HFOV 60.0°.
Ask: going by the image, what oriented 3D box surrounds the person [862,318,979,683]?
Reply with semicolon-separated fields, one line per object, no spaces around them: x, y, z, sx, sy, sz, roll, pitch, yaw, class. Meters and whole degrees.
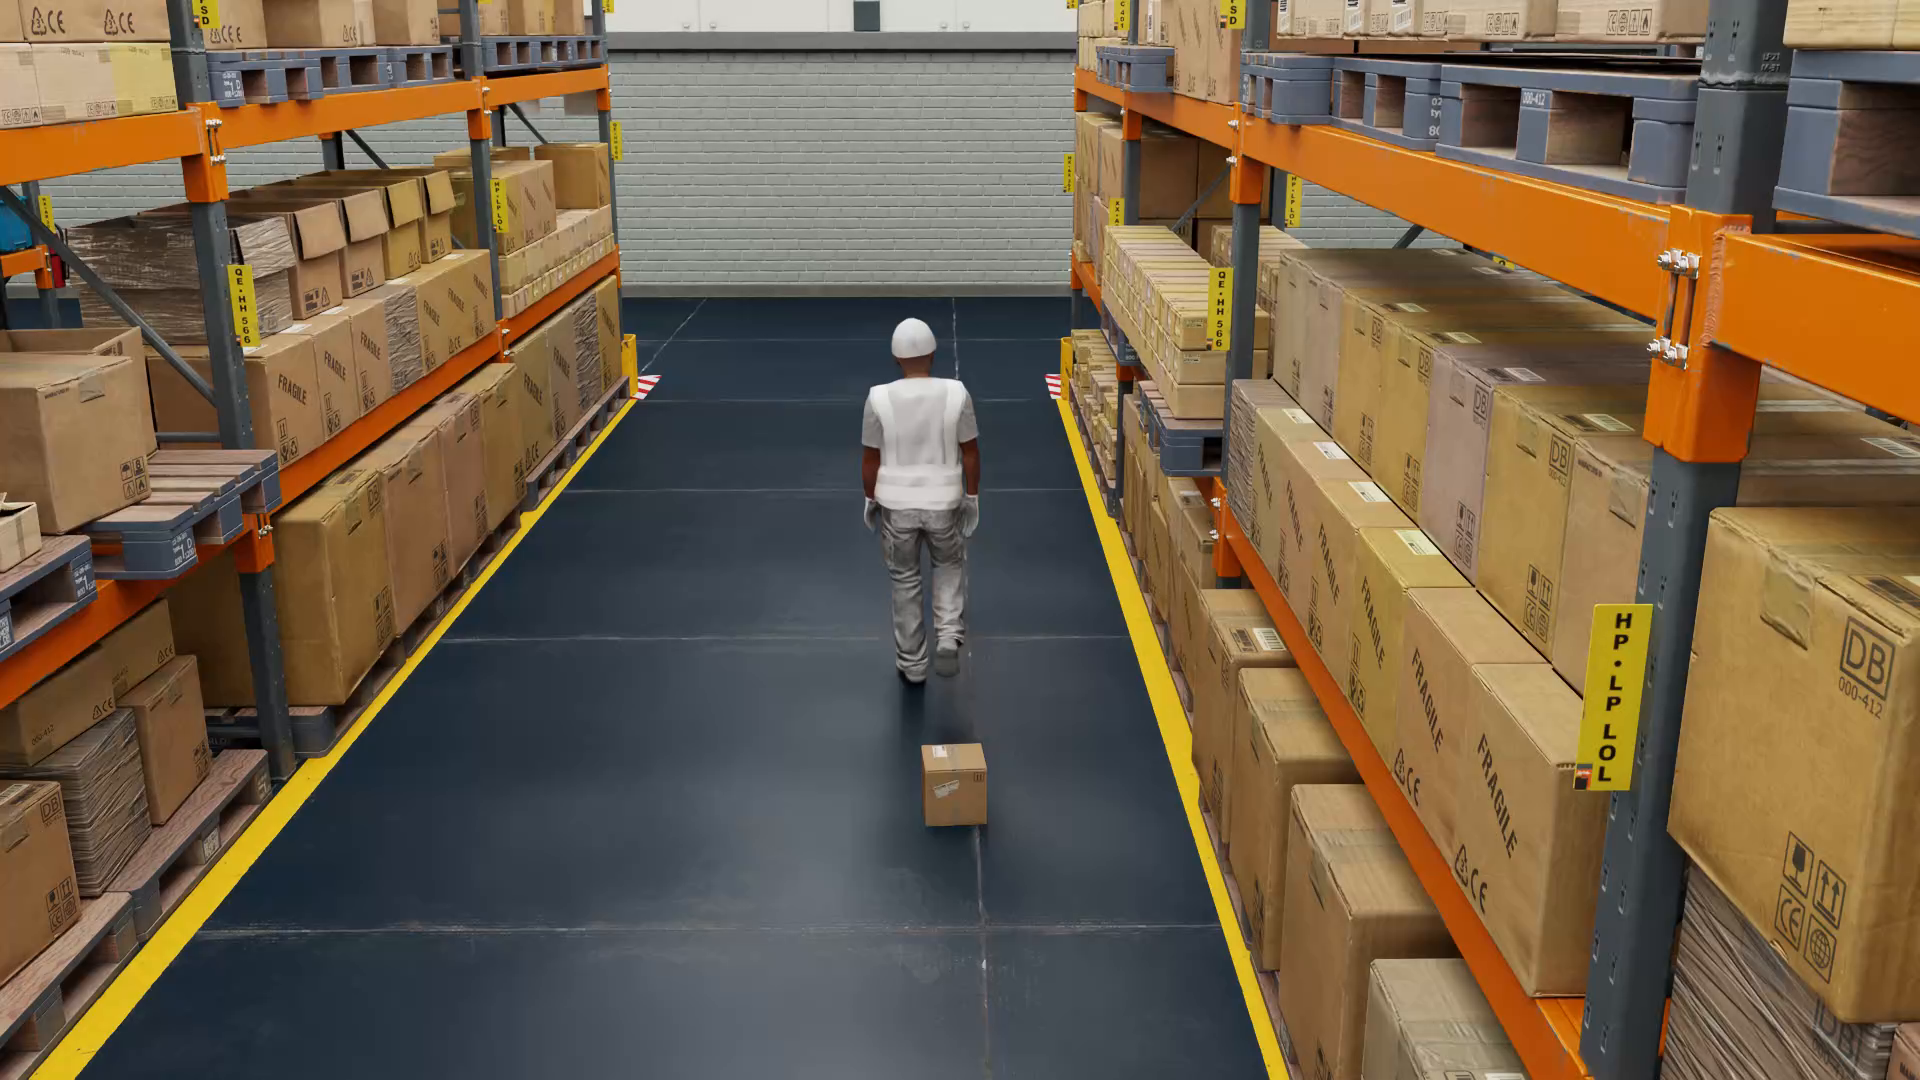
-0.188;-0.171;7.974;0.556;1.778;0.491;-2;17;-8;person
